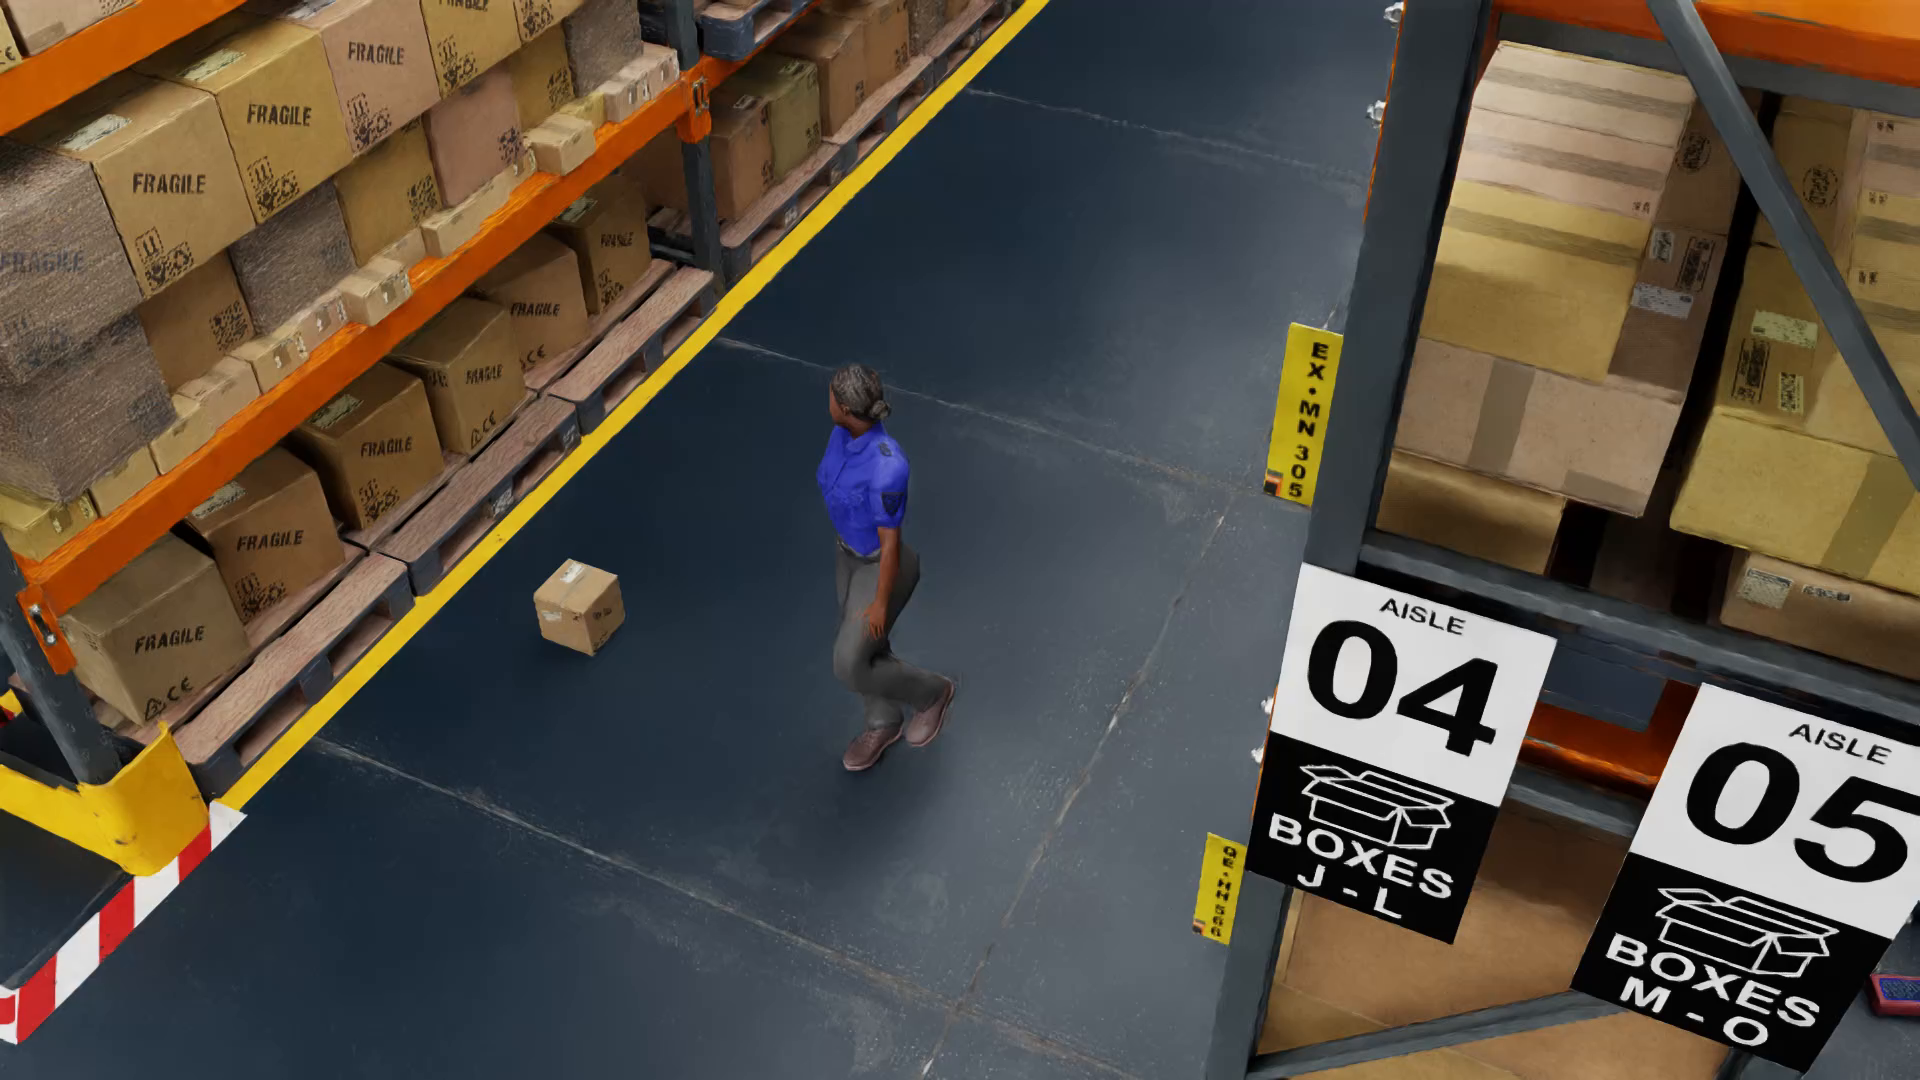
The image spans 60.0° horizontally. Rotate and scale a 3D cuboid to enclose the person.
[{"bbox_3d":[-0.359,0.099,6.028,0.432,1.570,0.555,-22,47,-23],"label":"person"}]
